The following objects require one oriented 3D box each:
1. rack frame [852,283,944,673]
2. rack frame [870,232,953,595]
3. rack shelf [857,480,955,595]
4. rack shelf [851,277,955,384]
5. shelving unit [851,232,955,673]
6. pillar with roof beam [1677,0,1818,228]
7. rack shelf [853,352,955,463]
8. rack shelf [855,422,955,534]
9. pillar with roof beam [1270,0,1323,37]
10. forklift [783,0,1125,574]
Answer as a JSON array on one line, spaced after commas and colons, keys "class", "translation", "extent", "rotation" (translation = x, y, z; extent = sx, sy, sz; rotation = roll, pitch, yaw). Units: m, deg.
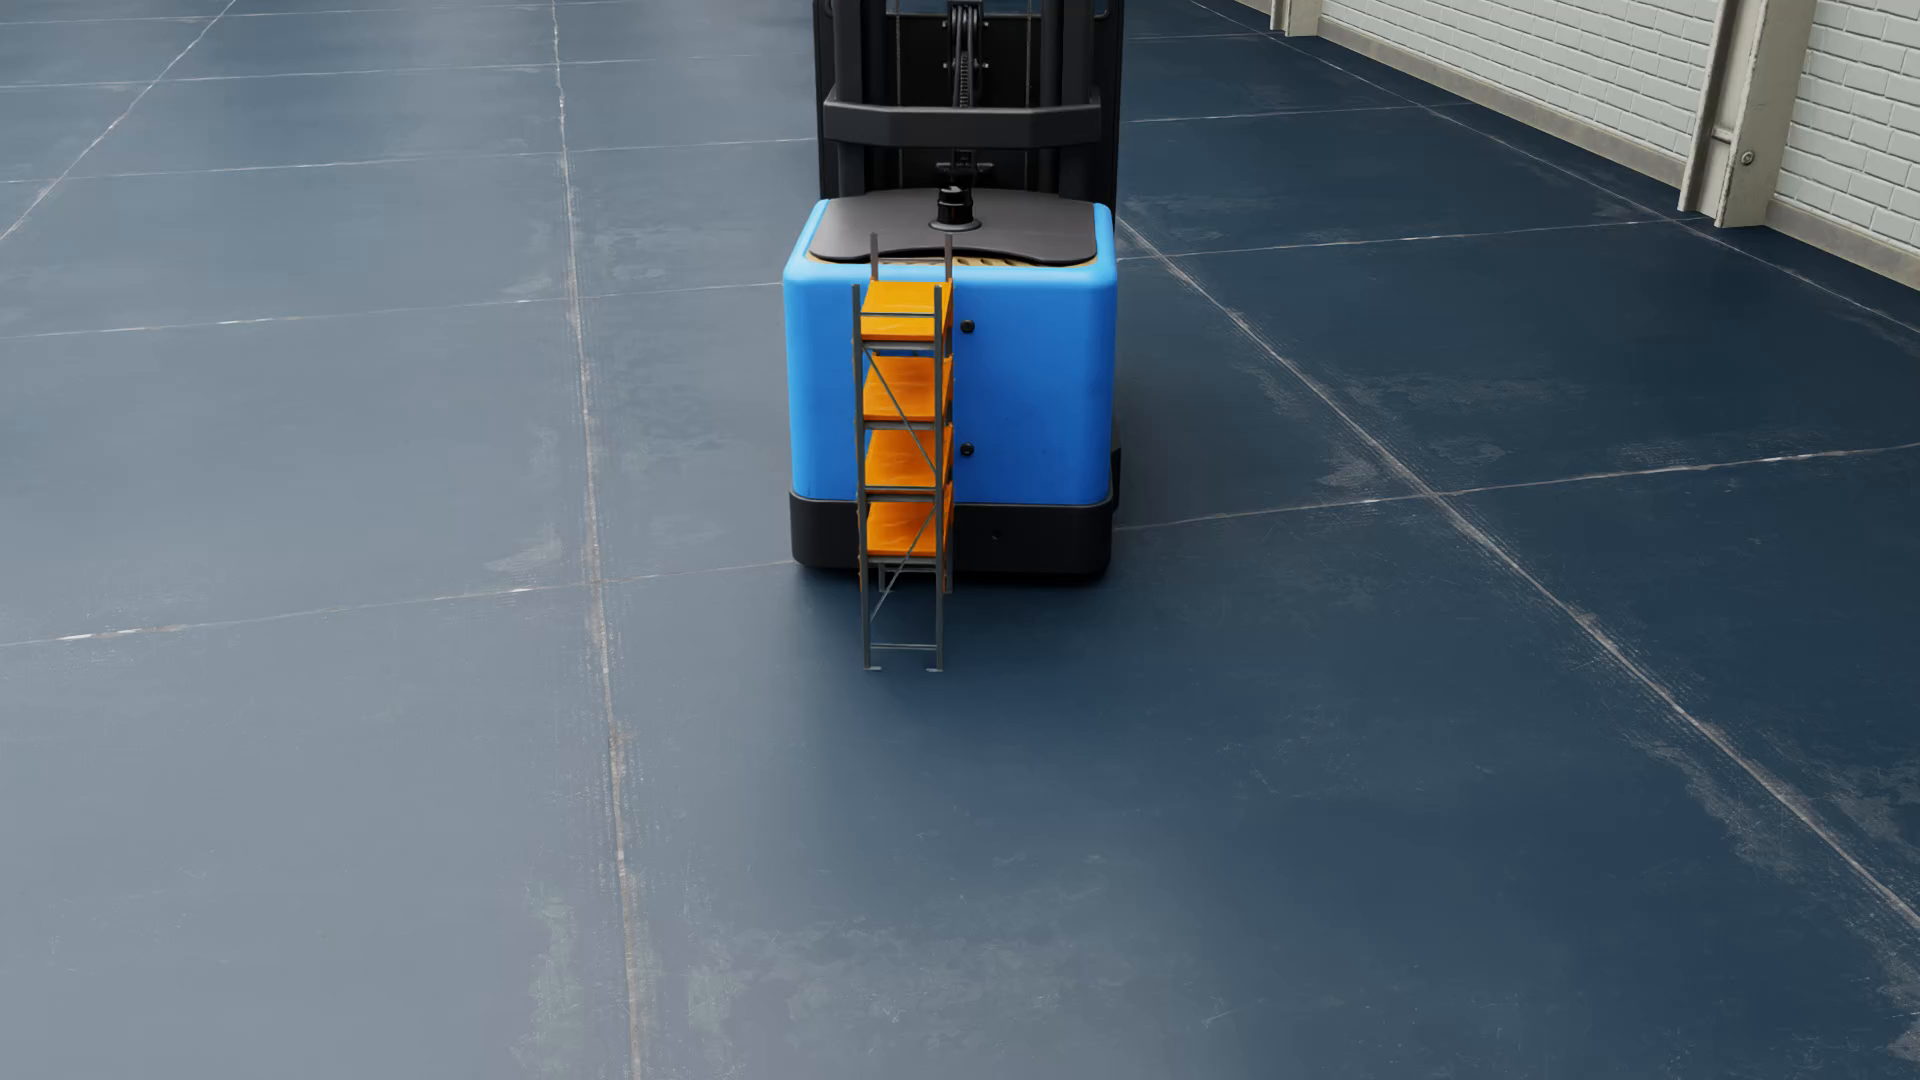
[{"class": "rack frame", "translation": [-0.169, -0.144, 4.704], "extent": [0.240, 1.200, 0.015], "rotation": [1, 27, 3]}, {"class": "rack frame", "translation": [-0.143, -0.364, 5.139], "extent": [0.240, 1.200, 0.015], "rotation": [1, 27, 3]}, {"class": "rack shelf", "translation": [-0.156, -0.016, 5.041], "extent": [0.258, 0.148, 0.480], "rotation": [1, 27, 3]}, {"class": "rack shelf", "translation": [-0.156, -0.605, 4.744], "extent": [0.258, 0.148, 0.480], "rotation": [1, 27, 3]}, {"class": "shelving unit", "translation": [-0.156, -0.254, 4.921], "extent": [0.258, 1.200, 0.503], "rotation": [1, 27, 3]}, {"class": "pillar with roof beam", "translation": [0.093, -5.401, 6.463], "extent": [9.100, 9.000, 0.400], "rotation": [-6, 27, -12]}, {"class": "rack shelf", "translation": [-0.156, -0.393, 4.851], "extent": [0.258, 0.148, 0.480], "rotation": [1, 27, 3]}, {"class": "rack shelf", "translation": [-0.156, -0.194, 4.952], "extent": [0.258, 0.148, 0.480], "rotation": [1, 27, 3]}, {"class": "pillar with roof beam", "translation": [-1.259, -8.035, 11.681], "extent": [9.100, 9.000, 0.400], "rotation": [-6, 27, -12]}, {"class": "forklift", "translation": [0.043, -1.825, 6.113], "extent": [1.130, 2.935, 3.031], "rotation": [1, 27, 3]}]
